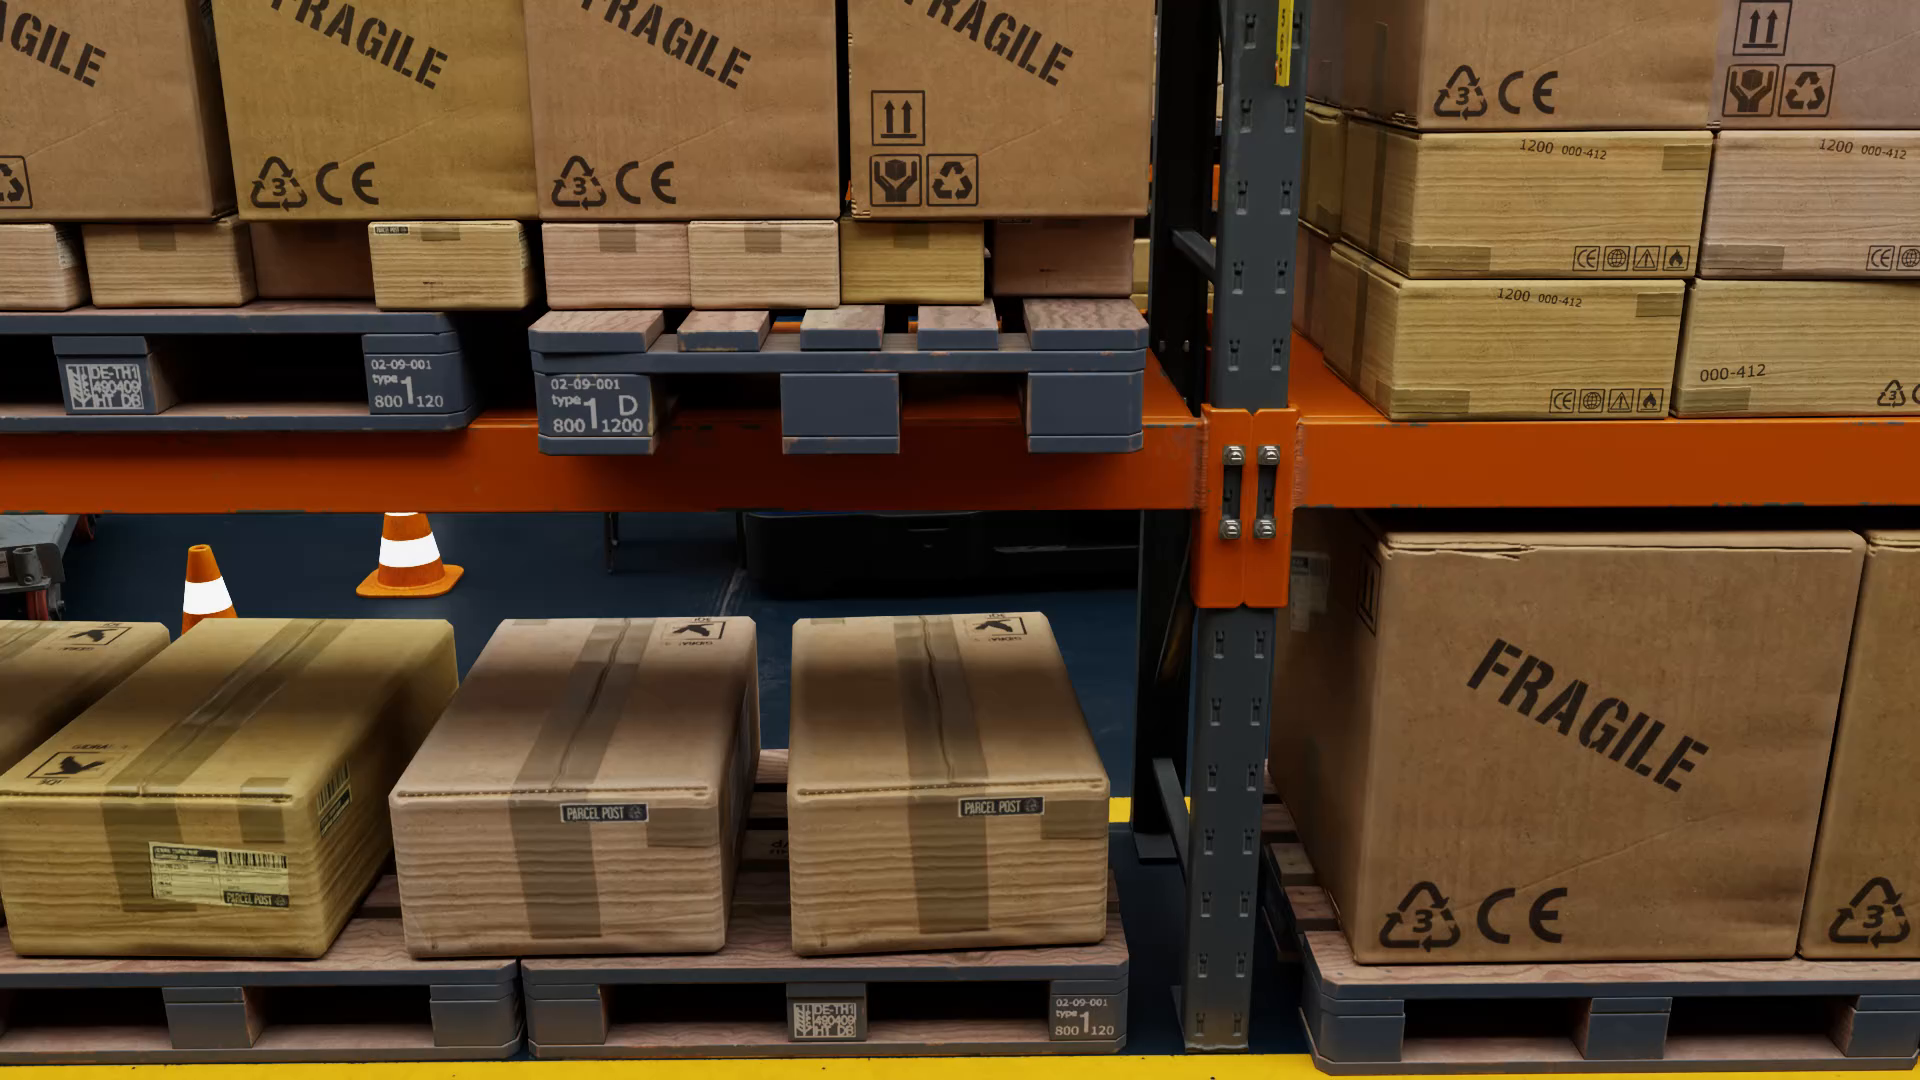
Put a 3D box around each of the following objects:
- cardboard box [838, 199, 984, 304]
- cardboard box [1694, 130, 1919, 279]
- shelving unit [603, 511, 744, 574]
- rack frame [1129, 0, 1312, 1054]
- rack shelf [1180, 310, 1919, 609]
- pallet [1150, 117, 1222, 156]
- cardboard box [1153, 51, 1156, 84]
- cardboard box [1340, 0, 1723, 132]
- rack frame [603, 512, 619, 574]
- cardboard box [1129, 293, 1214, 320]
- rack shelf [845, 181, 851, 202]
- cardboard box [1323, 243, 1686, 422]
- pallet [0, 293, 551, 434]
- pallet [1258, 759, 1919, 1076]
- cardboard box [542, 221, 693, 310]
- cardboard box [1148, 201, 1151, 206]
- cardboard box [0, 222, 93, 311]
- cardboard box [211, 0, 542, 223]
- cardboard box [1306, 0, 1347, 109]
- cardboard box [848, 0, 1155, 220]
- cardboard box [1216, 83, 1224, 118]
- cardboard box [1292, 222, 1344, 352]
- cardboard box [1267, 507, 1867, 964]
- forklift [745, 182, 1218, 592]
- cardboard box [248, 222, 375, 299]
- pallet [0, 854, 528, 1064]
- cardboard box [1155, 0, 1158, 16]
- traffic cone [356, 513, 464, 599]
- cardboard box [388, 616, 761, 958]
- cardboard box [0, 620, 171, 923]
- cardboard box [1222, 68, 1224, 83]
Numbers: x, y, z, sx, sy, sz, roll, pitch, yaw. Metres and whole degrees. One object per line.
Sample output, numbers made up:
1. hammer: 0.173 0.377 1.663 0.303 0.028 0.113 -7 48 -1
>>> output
1. cardboard box: -0.084 -0.534 3.025 0.250 0.149 0.380 0 18 0
2. cardboard box: 1.535 -0.646 3.079 0.500 0.250 0.500 0 18 0
3. shelving unit: -1.090 -0.947 6.055 0.503 2.100 0.431 -3 18 -7
4. rack frame: 0.507 -0.550 3.353 0.127 3.000 1.000 0 18 -1
5. rack shelf: 2.507 -0.218 3.493 4.000 0.370 1.077 0 18 -1
6. pallet: 1.039 -2.006 8.206 1.003 0.211 1.213 0 18 -1
7. cardboard box: 0.814 -2.225 7.809 0.250 0.149 0.380 1 18 2
8. cardboard box: 1.004 -1.002 2.959 0.500 0.500 0.500 -1 18 -3
9. rack frame: -1.332 -0.935 6.025 0.015 2.100 0.400 -3 18 -7
10. cardboard box: 1.039 -0.997 8.150 0.500 0.500 0.500 -1 18 -3
11. rack shelf: -1.672 -1.710 8.144 4.000 0.370 1.077 0 18 -1
12. cardboard box: 1.001 -0.405 3.144 0.500 0.250 0.500 -1 18 -2
13. pallet: -1.471 -0.437 3.313 1.213 0.211 1.003 0 18 -1
14. pallet: 1.297 0.797 3.719 1.213 0.211 1.003 0 18 -1
15. cardboard box: -0.587 -0.520 2.983 0.250 0.149 0.380 -1 18 -3
16. cardboard box: 1.041 -2.762 13.039 0.875 0.875 1.225 -1 18 -3
17. cardboard box: -1.631 -0.515 2.968 0.250 0.149 0.380 0 18 1
18. cardboard box: -0.964 -0.844 2.930 0.500 0.500 0.500 -1 18 -5
19. cardboard box: 1.020 -1.157 3.442 0.500 0.500 0.500 -1 18 -2
20. cardboard box: 0.057 -0.853 2.957 0.500 0.500 0.500 -1 18 -2
21. cardboard box: 1.317 -2.085 7.861 0.250 0.149 0.380 1 18 2
22. cardboard box: 1.009 -0.561 3.631 0.500 0.250 0.500 -1 18 -3
23. cardboard box: 1.199 0.283 3.545 0.875 0.875 0.875 0 18 -1
24. forklift: 0.692 -1.391 6.085 3.031 2.935 1.130 -2 18 -7
25. cardboard box: -1.115 -0.552 3.081 0.250 0.149 0.380 0 18 0
26. pallet: -1.491 0.786 3.753 1.213 0.211 1.003 0 18 -1
27. cardboard box: 1.734 -4.103 12.622 0.637 0.503 0.797 0 18 0
28. traffic cone: -2.000 -0.064 5.988 0.334 0.463 0.336 0 18 -1
29. cardboard box: -0.795 0.507 3.672 0.625 0.372 0.950 -1 18 -2
30. cardboard box: -2.249 0.512 3.654 0.625 0.372 0.950 1 18 3
31. cardboard box: 1.353 -2.229 7.822 0.250 0.149 0.380 -1 18 -3
